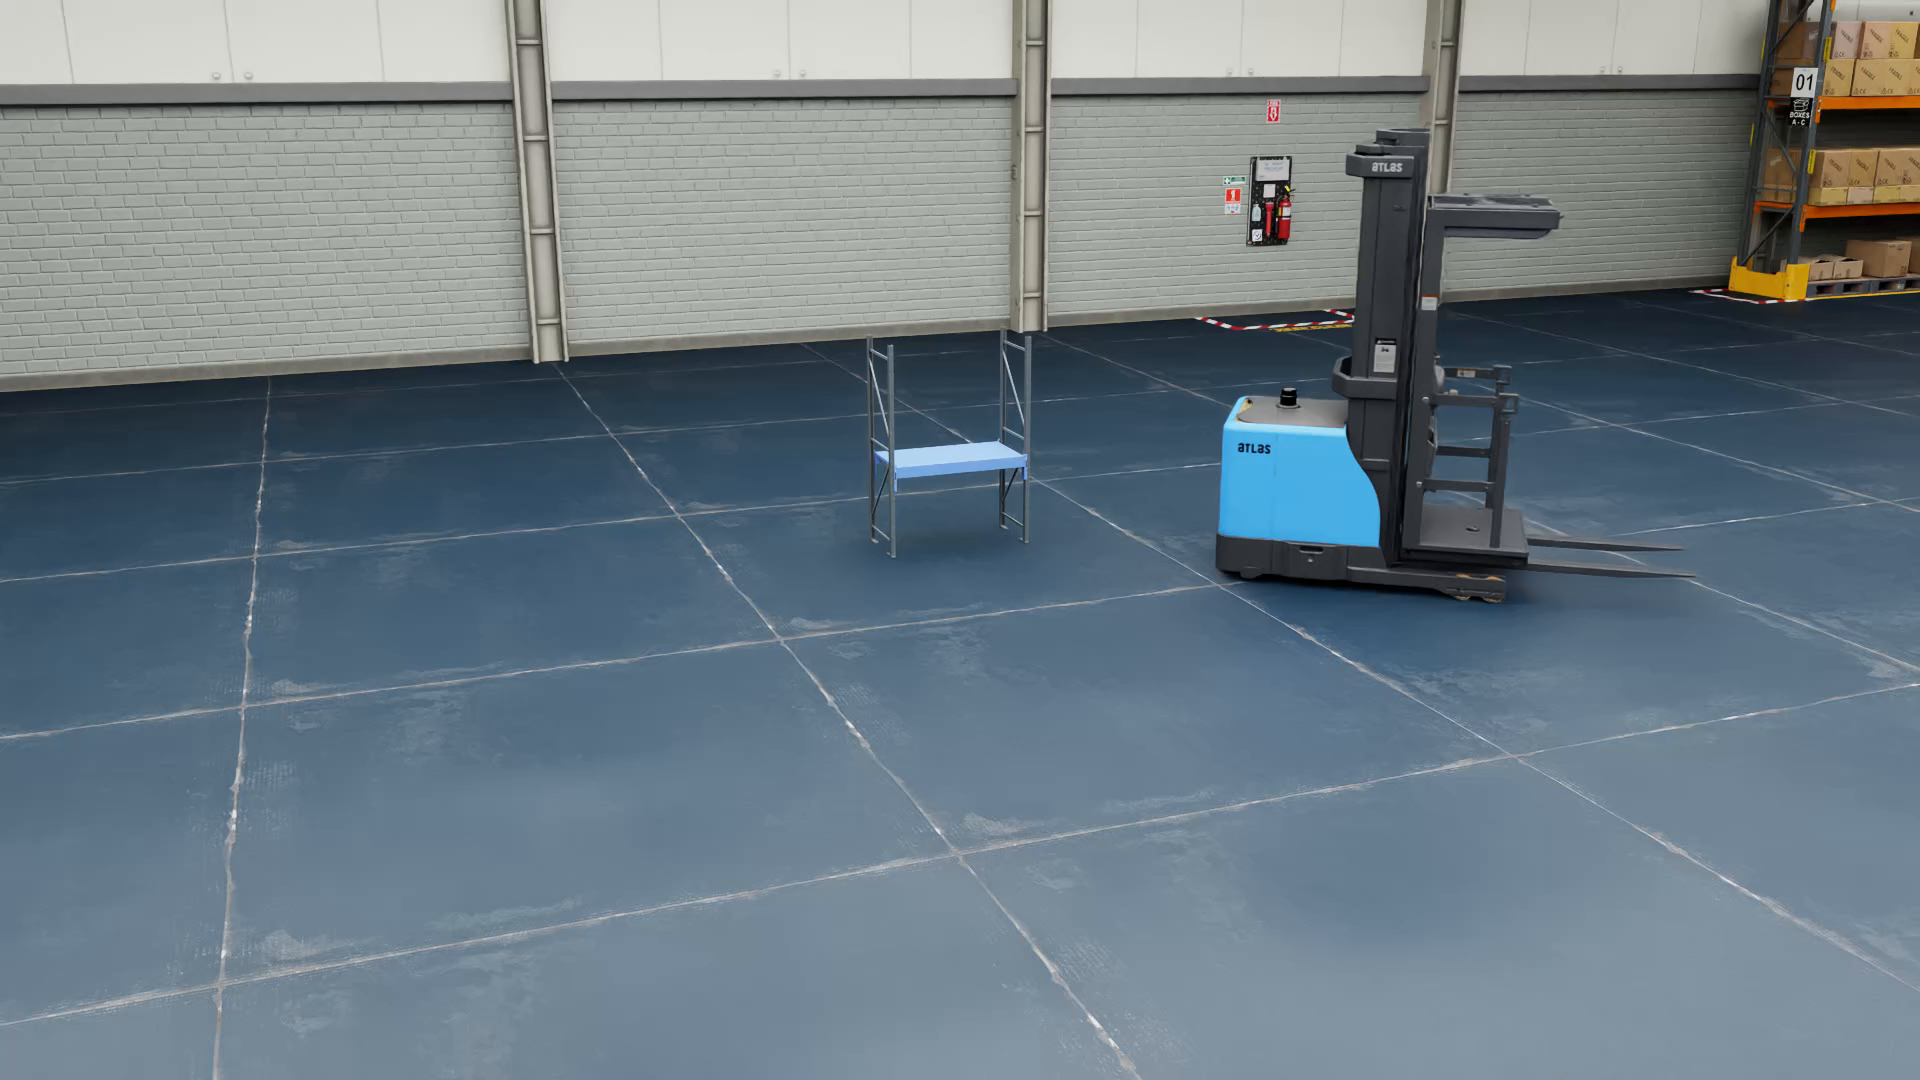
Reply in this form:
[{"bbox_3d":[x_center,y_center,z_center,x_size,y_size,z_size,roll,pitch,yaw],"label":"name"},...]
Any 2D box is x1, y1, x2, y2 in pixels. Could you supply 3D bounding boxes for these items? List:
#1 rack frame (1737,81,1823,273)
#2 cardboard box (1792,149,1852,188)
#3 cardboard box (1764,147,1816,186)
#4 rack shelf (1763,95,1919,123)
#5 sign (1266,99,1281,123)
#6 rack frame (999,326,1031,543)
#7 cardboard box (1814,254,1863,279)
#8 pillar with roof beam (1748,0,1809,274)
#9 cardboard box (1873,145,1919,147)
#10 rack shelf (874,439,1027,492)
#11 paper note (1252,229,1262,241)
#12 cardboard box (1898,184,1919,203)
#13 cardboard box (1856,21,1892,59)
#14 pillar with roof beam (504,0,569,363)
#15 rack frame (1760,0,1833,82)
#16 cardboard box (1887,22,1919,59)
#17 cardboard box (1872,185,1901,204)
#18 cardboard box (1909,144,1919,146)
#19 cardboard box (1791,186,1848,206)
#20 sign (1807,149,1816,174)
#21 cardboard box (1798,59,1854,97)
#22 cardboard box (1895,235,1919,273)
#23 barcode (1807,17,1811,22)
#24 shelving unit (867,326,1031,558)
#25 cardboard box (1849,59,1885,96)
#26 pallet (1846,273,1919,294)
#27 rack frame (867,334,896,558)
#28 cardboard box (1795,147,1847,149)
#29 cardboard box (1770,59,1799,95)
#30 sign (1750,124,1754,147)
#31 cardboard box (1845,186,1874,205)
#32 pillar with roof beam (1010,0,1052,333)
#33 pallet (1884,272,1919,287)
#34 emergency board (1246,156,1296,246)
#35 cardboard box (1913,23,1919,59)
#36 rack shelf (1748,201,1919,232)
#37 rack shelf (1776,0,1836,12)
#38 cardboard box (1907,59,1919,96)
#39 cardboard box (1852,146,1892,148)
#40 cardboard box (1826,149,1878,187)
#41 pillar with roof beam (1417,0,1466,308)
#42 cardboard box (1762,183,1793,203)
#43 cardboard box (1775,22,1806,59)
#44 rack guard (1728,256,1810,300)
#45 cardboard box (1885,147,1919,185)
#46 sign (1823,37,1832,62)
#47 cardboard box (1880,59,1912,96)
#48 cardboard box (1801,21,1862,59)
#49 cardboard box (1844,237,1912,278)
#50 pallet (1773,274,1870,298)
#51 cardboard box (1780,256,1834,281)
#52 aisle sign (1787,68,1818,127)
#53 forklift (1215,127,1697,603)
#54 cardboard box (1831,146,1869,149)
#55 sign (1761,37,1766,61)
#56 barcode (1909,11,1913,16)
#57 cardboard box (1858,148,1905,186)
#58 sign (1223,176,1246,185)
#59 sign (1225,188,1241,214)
[{"bbox_3d":[11.736,-5.032,23.910,0.127,3.000,1.000,-6,17,-20],"label":"rack frame"},{"bbox_3d":[12.290,-5.298,23.717,0.500,0.500,0.500,-6,17,-20],"label":"cardboard box"},{"bbox_3d":[12.101,-5.433,24.175,0.500,0.500,0.500,-6,18,-21],"label":"cardboard box"},{"bbox_3d":[13.604,-6.328,24.275,4.000,0.370,1.077,-6,17,-20],"label":"rack shelf"},{"bbox_3d":[4.113,-5.624,21.811,0.199,0.298,0.001,-6,17,-20],"label":"sign"},{"bbox_3d":[0.395,-0.762,12.032,0.032,1.500,0.500,-6,17,-20],"label":"rack frame"},{"bbox_3d":[12.947,-4.056,24.579,0.500,0.311,0.500,-5,17,-15],"label":"cardboard box"},{"bbox_3d":[13.621,-7.076,20.223,0.400,9.000,9.100,-6,17,-20],"label":"pillar with roof beam"},{"bbox_3d":[14.006,-5.640,24.881,0.500,0.500,0.500,-6,17,-19],"label":"cardboard box"},{"bbox_3d":[-0.080,-0.538,11.908,1.000,0.185,0.538,-6,17,-20],"label":"rack shelf"},{"bbox_3d":[3.967,-4.064,22.176,0.142,0.148,0.016,-6,17,-20],"label":"paper note"},{"bbox_3d":[13.736,-5.091,24.343,0.500,0.250,0.500,-6,17,-20],"label":"cardboard box"},{"bbox_3d":[12.670,-7.021,23.371,0.500,0.500,0.500,-6,18,-21],"label":"cardboard box"},{"bbox_3d":[-3.187,-5.261,14.043,0.400,9.000,9.100,-6,17,-20],"label":"pillar with roof beam"},{"bbox_3d":[11.736,-7.910,23.065,0.127,3.000,1.000,-6,17,-20],"label":"rack frame"},{"bbox_3d":[13.144,-7.075,23.557,0.500,0.500,0.500,-6,17,-19],"label":"cardboard box"},{"bbox_3d":[13.263,-5.041,24.172,0.500,0.250,0.500,-6,18,-21],"label":"cardboard box"},{"bbox_3d":[14.474,-5.689,25.047,0.500,0.500,0.500,-6,17,-20],"label":"cardboard box"},{"bbox_3d":[12.306,-4.935,23.811,0.500,0.250,0.500,-7,18,-22],"label":"cardboard box"},{"bbox_3d":[11.931,-5.305,23.302,0.005,0.325,0.100,-6,17,-20],"label":"sign"},{"bbox_3d":[12.138,-6.497,23.361,0.500,0.500,0.500,-6,17,-19],"label":"cardboard box"},{"bbox_3d":[14.517,-4.332,25.181,0.500,0.500,0.500,-8,18,-24],"label":"cardboard box"},{"bbox_3d":[12.221,-7.490,23.939,0.075,0.075,0.001,-6,17,-20],"label":"barcode"},{"bbox_3d":[-0.080,-0.711,11.858,1.048,1.500,0.538,-6,17,-20],"label":"shelving unit"},{"bbox_3d":[12.652,-6.541,23.514,0.500,0.500,0.500,-5,17,-16],"label":"cardboard box"},{"bbox_3d":[13.716,-3.896,24.991,1.213,0.211,1.003,-6,17,-20],"label":"pallet"},{"bbox_3d":[-0.554,-0.660,11.683,0.032,1.500,0.500,-6,17,-20],"label":"rack frame"},{"bbox_3d":[12.574,-5.481,24.339,0.500,0.500,0.500,-6,17,-19],"label":"cardboard box"},{"bbox_3d":[12.036,-6.637,23.840,0.500,0.500,0.500,-5,17,-16],"label":"cardboard box"},{"bbox_3d":[11.557,-5.887,24.206,0.005,0.325,0.100,-6,17,-20],"label":"sign"},{"bbox_3d":[12.786,-4.991,24.002,0.500,0.250,0.500,-7,18,-22],"label":"cardboard box"},{"bbox_3d":[2.416,-5.866,16.103,0.400,9.000,9.100,-6,17,-20],"label":"pillar with roof beam"},{"bbox_3d":[14.857,-4.020,25.414,1.213,0.211,1.003,-6,17,-20],"label":"pallet"},{"bbox_3d":[4.157,-4.486,22.051,0.643,1.169,0.194,-6,17,-20],"label":"emergency board"},{"bbox_3d":[14.109,-7.176,23.902,0.500,0.500,0.500,-7,18,-22],"label":"cardboard box"},{"bbox_3d":[13.604,-4.888,24.698,4.000,0.370,1.077,-6,17,-20],"label":"rack shelf"},{"bbox_3d":[13.604,-7.765,23.853,4.000,0.370,1.077,-6,17,-20],"label":"rack shelf"},{"bbox_3d":[13.629,-6.654,23.898,0.500,0.500,0.500,-5,17,-17],"label":"cardboard box"},{"bbox_3d":[13.526,-5.585,24.693,0.500,0.500,0.500,-6,17,-19],"label":"cardboard box"},{"bbox_3d":[12.755,-5.346,23.878,0.500,0.500,0.500,-6,17,-20],"label":"cardboard box"},{"bbox_3d":[8.018,-6.471,18.163,0.400,9.000,9.100,-6,17,-20],"label":"pillar with roof beam"},{"bbox_3d":[12.104,-5.068,24.262,0.500,0.250,0.500,-6,17,-19],"label":"cardboard box"},{"bbox_3d":[12.046,-7.121,23.712,0.500,0.500,0.500,-5,17,-18],"label":"cardboard box"},{"bbox_3d":[11.807,-3.840,24.288,0.348,0.500,1.175,-6,17,-20],"label":"rack guard"},{"bbox_3d":[13.717,-5.451,24.238,0.500,0.500,0.500,-6,17,-18],"label":"cardboard box"},{"bbox_3d":[11.931,-6.748,22.878,0.005,0.325,0.100,-6,17,-20],"label":"sign"},{"bbox_3d":[13.136,-6.595,23.695,0.500,0.500,0.500,-5,17,-18],"label":"cardboard box"},{"bbox_3d":[12.183,-6.983,23.244,0.500,0.500,0.500,-8,18,-24],"label":"cardboard box"},{"bbox_3d":[13.650,-4.208,24.760,0.500,0.500,0.700,-7,18,-24],"label":"cardboard box"},{"bbox_3d":[12.579,-3.774,24.576,1.213,0.211,1.003,-6,17,-20],"label":"pallet"},{"bbox_3d":[12.415,-3.999,24.384,0.500,0.311,0.500,-8,18,-26],"label":"cardboard box"},{"bbox_3d":[11.777,-6.193,23.250,0.004,0.787,0.394,-6,17,-20],"label":"aisle sign"},{"bbox_3d":[3.299,-1.168,10.875,3.031,2.935,1.130,4,17,15],"label":"forklift"},{"bbox_3d":[13.055,-5.534,24.520,0.500,0.500,0.500,-7,18,-22],"label":"cardboard box"},{"bbox_3d":[11.557,-7.044,23.867,0.005,0.325,0.100,-6,17,-20],"label":"sign"},{"bbox_3d":[14.020,-7.759,24.501,0.075,0.075,0.001,-6,17,-20],"label":"barcode"},{"bbox_3d":[13.240,-5.396,24.050,0.500,0.500,0.500,-7,18,-22],"label":"cardboard box"},{"bbox_3d":[3.611,-4.727,21.867,0.331,0.109,0.001,-6,17,-20],"label":"sign"},{"bbox_3d":[3.603,-4.475,21.949,0.234,0.329,0.001,-6,17,-20],"label":"sign"}]
